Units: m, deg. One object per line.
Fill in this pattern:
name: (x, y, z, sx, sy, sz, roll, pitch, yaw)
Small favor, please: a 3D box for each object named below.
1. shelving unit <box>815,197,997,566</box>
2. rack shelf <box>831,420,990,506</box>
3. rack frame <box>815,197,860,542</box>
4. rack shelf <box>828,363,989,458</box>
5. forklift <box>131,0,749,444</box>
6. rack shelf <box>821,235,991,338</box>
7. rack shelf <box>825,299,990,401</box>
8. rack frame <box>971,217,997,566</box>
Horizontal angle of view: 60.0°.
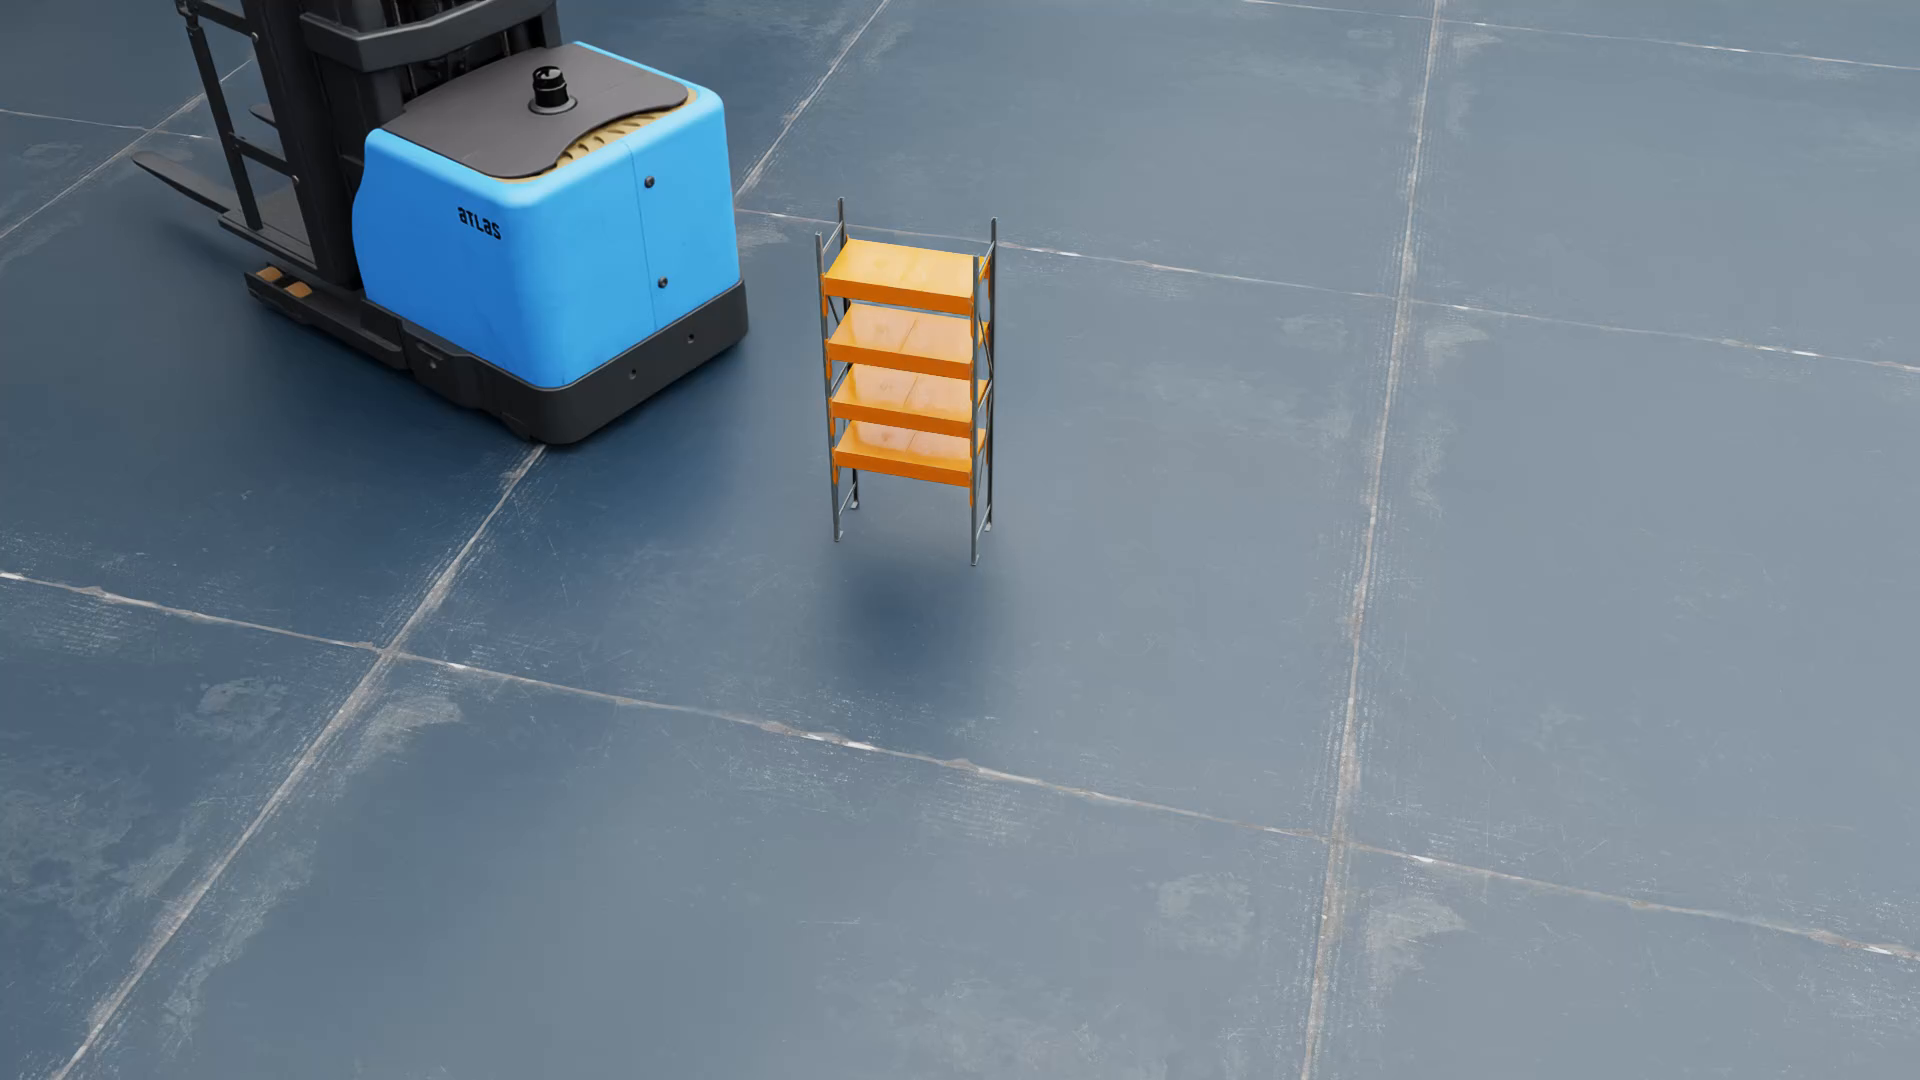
shelving unit: (-0.160, -0.487, 5.397, 0.503, 1.200, 0.258, 10, 41, 11)
rack shelf: (-0.160, -0.283, 5.568, 0.480, 0.148, 0.258, 10, 41, 11)
rack frame: (-0.396, -0.528, 5.445, 0.015, 1.200, 0.240, 10, 41, 11)
rack shelf: (-0.160, -0.435, 5.440, 0.480, 0.148, 0.258, 10, 41, 11)
forklift: (-2.318, -2.249, 6.149, 3.031, 2.935, 1.130, 26, 47, 28)
rack shelf: (-0.160, -0.788, 5.144, 0.480, 0.148, 0.258, 10, 41, 11)
rack shelf: (-0.160, -0.607, 5.296, 0.480, 0.148, 0.258, 10, 41, 11)
rack frame: (0.076, -0.446, 5.349, 0.015, 1.200, 0.240, 10, 41, 11)
